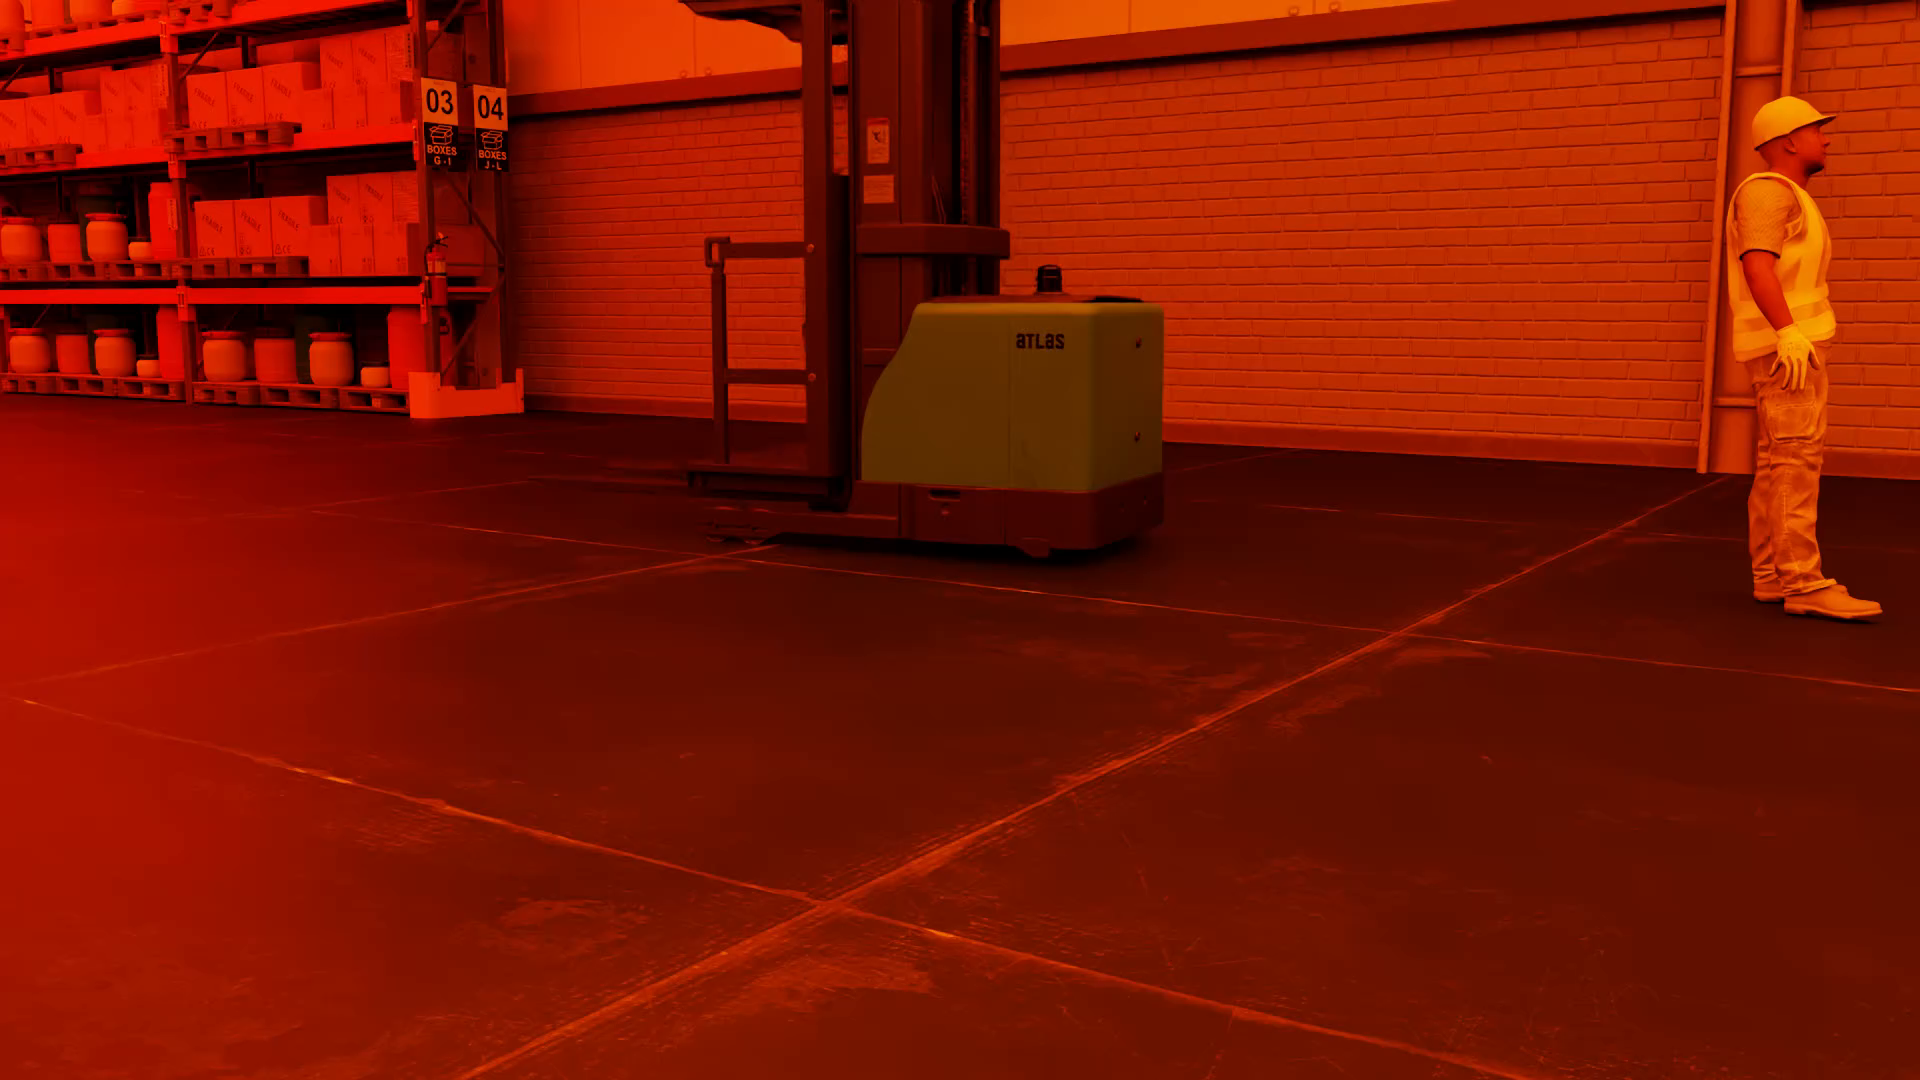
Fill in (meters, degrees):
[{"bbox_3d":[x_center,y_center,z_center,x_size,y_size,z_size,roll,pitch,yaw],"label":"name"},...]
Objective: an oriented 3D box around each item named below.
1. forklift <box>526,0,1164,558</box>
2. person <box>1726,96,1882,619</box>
[{"bbox_3d":[-0.624,-1.490,7.670,3.031,2.935,1.130,4,9,24],"label":"forklift"},{"bbox_3d":[2.991,-0.658,5.850,0.577,1.782,0.656,5,9,30],"label":"person"}]
